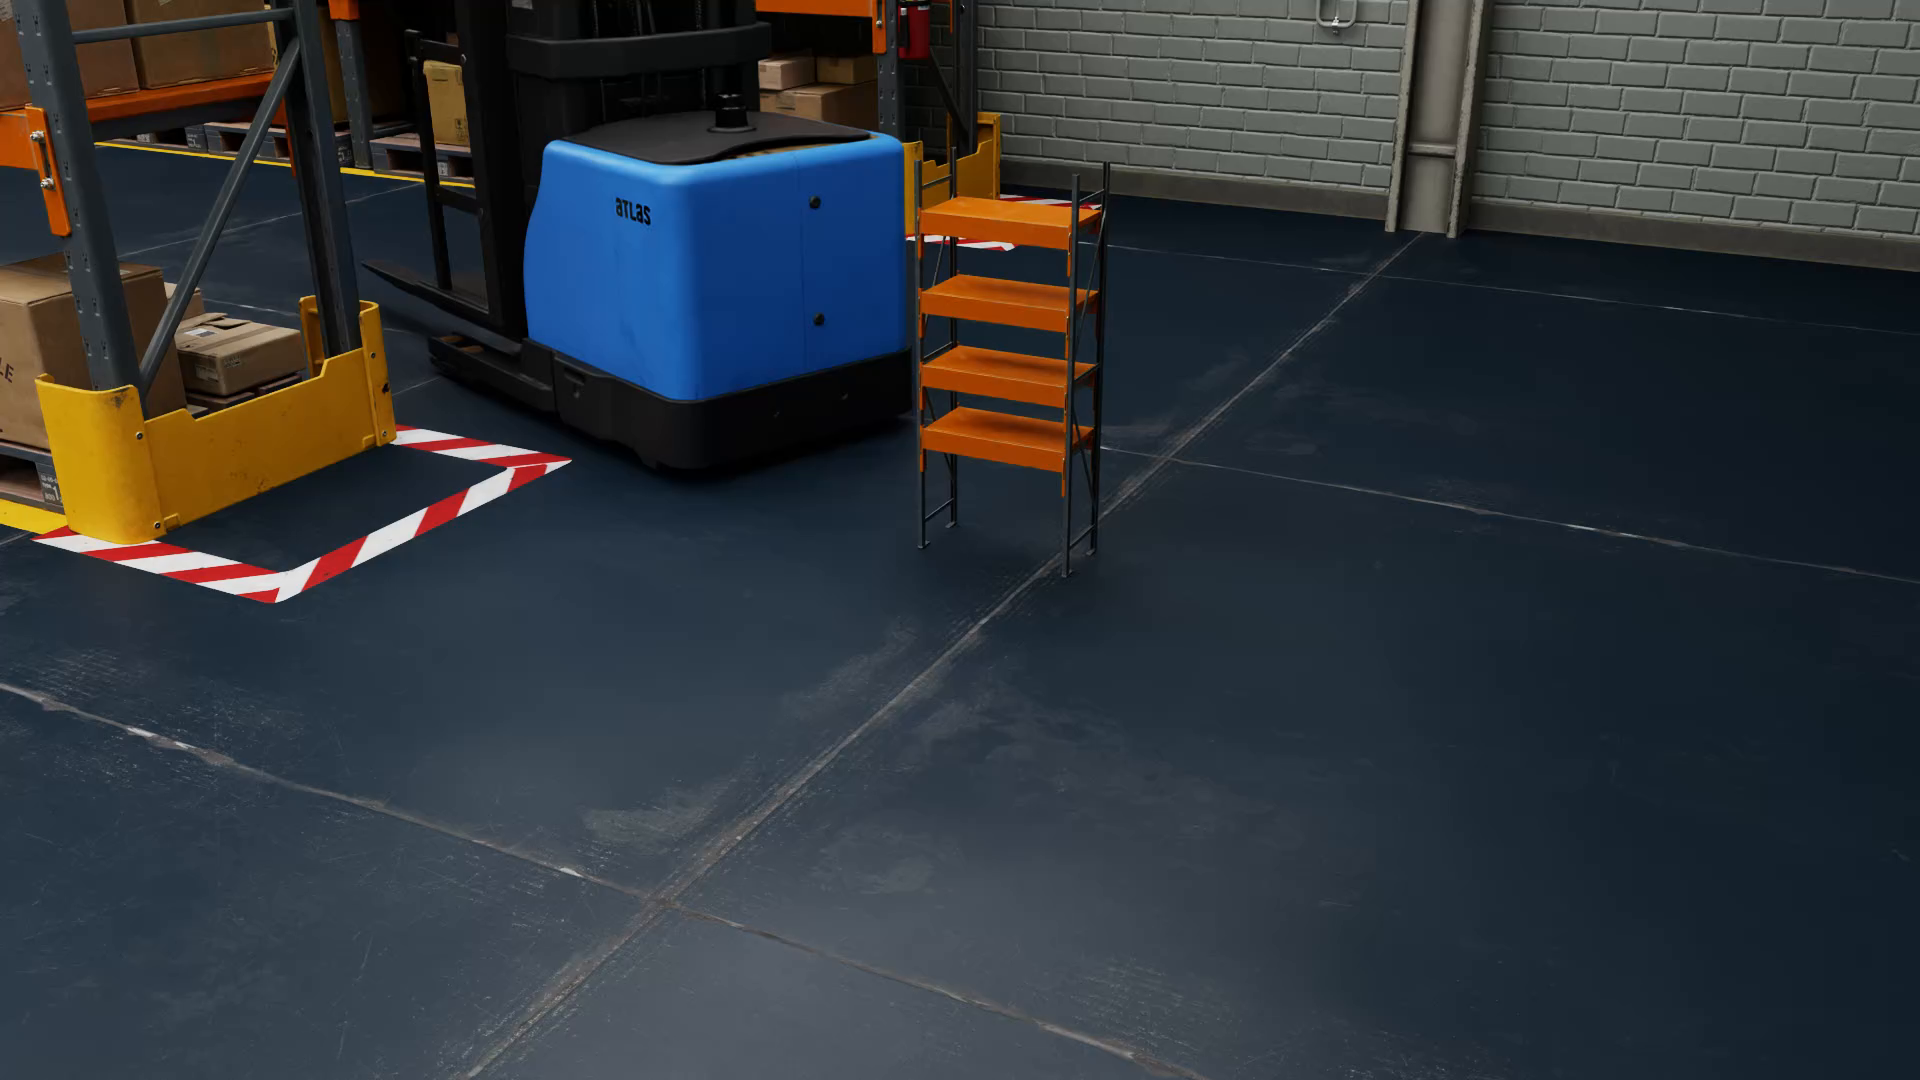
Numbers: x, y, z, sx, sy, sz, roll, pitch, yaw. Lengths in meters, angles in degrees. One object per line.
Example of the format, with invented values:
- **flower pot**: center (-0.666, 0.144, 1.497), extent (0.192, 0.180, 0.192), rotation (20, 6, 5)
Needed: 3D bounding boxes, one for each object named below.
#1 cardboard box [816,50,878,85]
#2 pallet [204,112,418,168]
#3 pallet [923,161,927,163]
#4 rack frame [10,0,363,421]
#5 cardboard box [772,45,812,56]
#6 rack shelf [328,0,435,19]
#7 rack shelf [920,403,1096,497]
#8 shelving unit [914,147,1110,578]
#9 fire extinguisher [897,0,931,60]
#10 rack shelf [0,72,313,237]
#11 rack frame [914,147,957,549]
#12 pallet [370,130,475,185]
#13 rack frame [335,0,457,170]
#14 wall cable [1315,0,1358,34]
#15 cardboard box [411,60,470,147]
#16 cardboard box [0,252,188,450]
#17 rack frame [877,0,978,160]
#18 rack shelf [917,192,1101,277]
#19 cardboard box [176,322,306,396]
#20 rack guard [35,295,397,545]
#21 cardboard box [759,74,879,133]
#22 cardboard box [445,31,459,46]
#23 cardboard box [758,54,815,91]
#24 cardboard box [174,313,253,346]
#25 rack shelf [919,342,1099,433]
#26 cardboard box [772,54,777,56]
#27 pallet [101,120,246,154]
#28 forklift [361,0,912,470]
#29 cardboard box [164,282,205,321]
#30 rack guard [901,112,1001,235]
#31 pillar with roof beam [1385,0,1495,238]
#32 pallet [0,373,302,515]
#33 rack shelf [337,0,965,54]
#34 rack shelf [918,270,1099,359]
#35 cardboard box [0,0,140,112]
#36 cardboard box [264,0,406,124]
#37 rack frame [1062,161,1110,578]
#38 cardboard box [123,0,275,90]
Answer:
- **cardboard box**: center (-0.640, -2.785, 9.795), extent (0.250, 0.149, 0.380), rotation (11, 26, 25)
- **pallet**: center (-4.464, -2.840, 11.659), extent (1.213, 0.211, 1.003), rotation (11, 25, 25)
- **pallet**: center (-0.921, -2.138, 10.007), extent (1.213, 0.211, 1.003), rotation (11, 25, 25)
- **rack frame**: center (-2.404, -1.577, 5.124), extent (0.127, 3.000, 1.000), rotation (11, 25, 25)
- **cardboard box**: center (-1.092, -2.874, 10.004), extent (0.250, 0.149, 0.380), rotation (11, 26, 25)
- **rack shelf**: center (-5.527, -4.036, 11.826), extent (4.000, 0.370, 1.077), rotation (11, 25, 25)
- **rack shelf**: center (0.148, -0.278, 5.050), extent (0.480, 0.148, 0.258), rotation (11, 25, 25)
- **shelving unit**: center (0.148, -0.523, 4.946), extent (0.503, 1.200, 0.258), rotation (11, 25, 25)
- **fire extinguisher**: center (-0.246, -2.912, 8.840), extent (0.183, 0.674, 0.296), rotation (11, 25, 25)
- **rack shelf**: center (-4.189, -1.599, 6.095), extent (4.000, 0.370, 1.077), rotation (11, 25, 25)
- **rack frame**: center (-0.070, -0.566, 5.048), extent (0.015, 1.200, 0.240), rotation (11, 25, 25)
- **pallet**: center (-3.098, -2.569, 11.021), extent (1.213, 0.211, 1.003), rotation (11, 25, 25)
- **rack frame**: center (-3.742, -4.014, 10.855), extent (0.127, 3.000, 1.000), rotation (11, 25, 25)
- **wall cable**: center (1.398, -3.879, 9.240), extent (1.851, 1.984, 0.084), rotation (11, 25, 25)
- **cardboard box**: center (-3.121, -2.889, 10.867), extent (0.500, 0.500, 0.700), rotation (12, 26, 25)
- **cardboard box**: center (-3.000, -0.639, 5.551), extent (0.500, 0.500, 0.500), rotation (11, 25, 25)
- **rack frame**: center (-0.172, -3.307, 9.194), extent (0.127, 3.000, 1.000), rotation (11, 25, 25)
- **rack shelf**: center (0.148, -0.885, 4.793), extent (0.480, 0.148, 0.258), rotation (11, 25, 25)
- **cardboard box**: center (-2.622, -0.661, 6.052), extent (0.250, 0.149, 0.380), rotation (11, 25, 25)
- **rack guard**: center (-2.472, -0.440, 5.645), extent (0.348, 0.500, 1.175), rotation (11, 25, 25)
- **cardboard box**: center (-0.842, -2.439, 9.809), extent (0.500, 0.500, 0.700), rotation (11, 25, 25)
- **cardboard box**: center (-3.160, -3.282, 10.963), extent (0.250, 0.149, 0.380), rotation (11, 25, 24)
- **cardboard box**: center (-1.039, -2.696, 9.586), extent (0.250, 0.149, 0.380), rotation (11, 25, 24)
- **cardboard box**: center (-2.845, -0.713, 6.152), extent (0.250, 0.166, 0.380), rotation (11, 25, 25)
- **rack shelf**: center (0.148, -0.461, 4.973), extent (0.480, 0.148, 0.258), rotation (11, 25, 25)
- **cardboard box**: center (-1.267, -2.741, 9.692), extent (0.250, 0.149, 0.380), rotation (12, 26, 26)
- **pallet**: center (-5.557, -3.055, 12.164), extent (1.213, 0.211, 1.003), rotation (11, 25, 25)
- **forklift**: center (-1.532, -2.083, 6.403), extent (1.130, 2.935, 3.031), rotation (-19, 30, -38)
- **cardboard box**: center (-3.207, -0.797, 6.243), extent (0.500, 0.250, 0.500), rotation (11, 25, 25)
- **rack guard**: center (-0.151, -2.153, 9.673), extent (0.348, 0.500, 1.175), rotation (11, 25, 25)
- **pillar with roof beam**: center (0.685, -4.390, 4.074), extent (0.400, 9.000, 9.100), rotation (11, 25, 25)
- **pallet**: center (-3.183, -0.447, 6.032), extent (1.213, 0.211, 1.003), rotation (11, 25, 25)
- **rack shelf**: center (-1.957, -3.329, 10.165), extent (4.000, 0.370, 1.077), rotation (11, 25, 25)
- **rack shelf**: center (0.148, -0.667, 4.885), extent (0.480, 0.148, 0.258), rotation (11, 25, 25)
- **cardboard box**: center (-2.926, -1.607, 5.067), extent (0.500, 0.500, 0.500), rotation (12, 26, 26)
- **cardboard box**: center (-4.380, -3.287, 11.356), extent (0.750, 0.750, 0.750), rotation (12, 26, 25)
- **rack frame**: center (0.365, -0.480, 4.845), extent (0.015, 1.200, 0.240), rotation (11, 25, 25)
- **cardboard box**: center (-2.681, -1.793, 5.505), extent (0.500, 0.500, 0.500), rotation (12, 26, 26)
